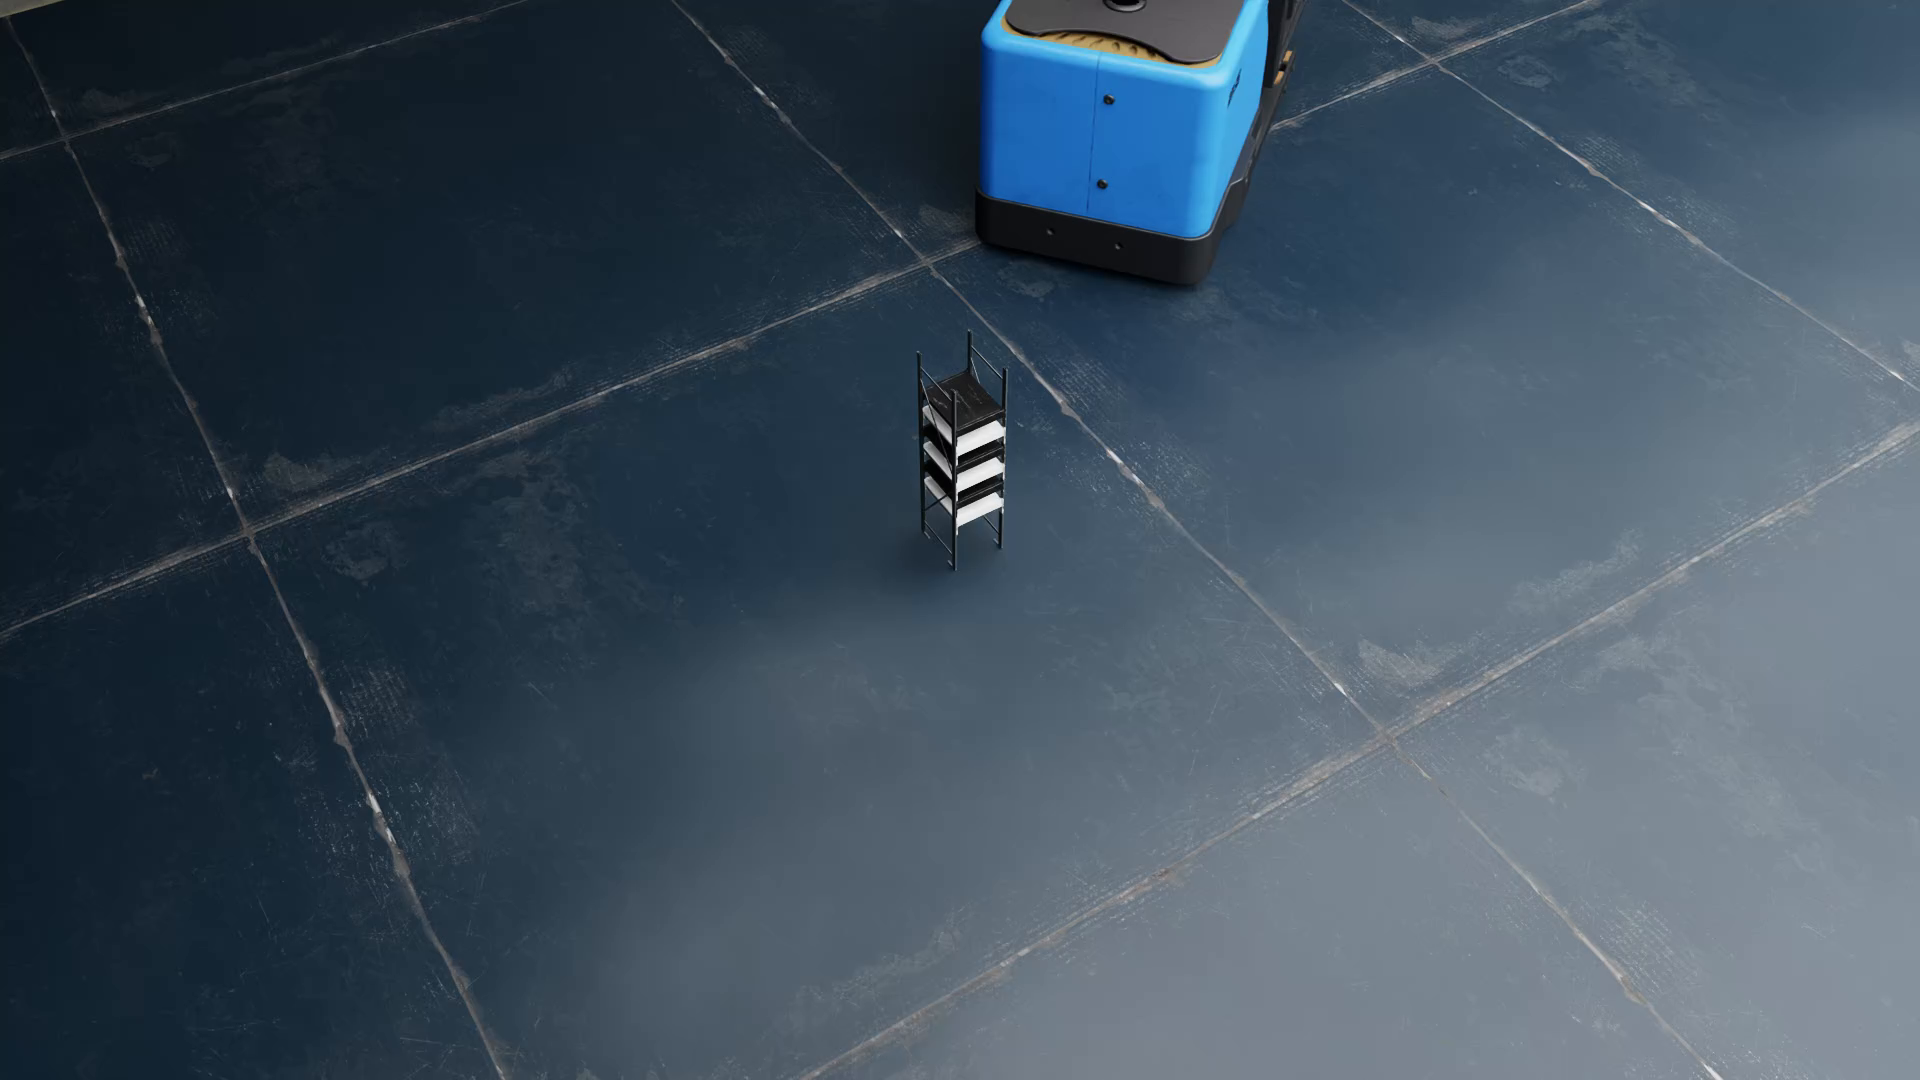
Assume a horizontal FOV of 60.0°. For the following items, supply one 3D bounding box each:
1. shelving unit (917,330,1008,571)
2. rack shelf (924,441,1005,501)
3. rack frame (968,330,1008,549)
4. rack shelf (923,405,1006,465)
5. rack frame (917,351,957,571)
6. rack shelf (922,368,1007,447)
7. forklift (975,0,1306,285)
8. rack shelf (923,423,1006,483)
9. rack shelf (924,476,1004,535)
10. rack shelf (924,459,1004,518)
[{"bbox_3d":[0.007,-0.303,5.917,0.210,0.900,0.258,-25,53,-21],"label":"shelving unit"},{"bbox_3d":[0.007,-0.280,5.942,0.200,0.077,0.258,-25,53,-21],"label":"rack shelf"},{"bbox_3d":[0.093,-0.343,5.953,0.006,0.900,0.240,-25,53,-21],"label":"rack frame"},{"bbox_3d":[0.007,-0.400,5.807,0.200,0.077,0.258,-25,53,-21],"label":"rack shelf"},{"bbox_3d":[-0.079,-0.262,5.881,0.006,0.900,0.240,-25,53,-21],"label":"rack frame"},{"bbox_3d":[0.007,-0.460,5.740,0.200,0.077,0.258,-25,53,-21],"label":"rack shelf"},{"bbox_3d":[1.031,-3.195,7.133,1.130,2.935,3.031,15,50,13],"label":"forklift"},{"bbox_3d":[0.007,-0.340,5.874,0.200,0.077,0.258,-25,53,-21],"label":"rack shelf"},{"bbox_3d":[0.007,-0.161,6.076,0.200,0.077,0.258,-25,53,-21],"label":"rack shelf"},{"bbox_3d":[0.007,-0.220,6.009,0.200,0.077,0.258,-25,53,-21],"label":"rack shelf"}]
